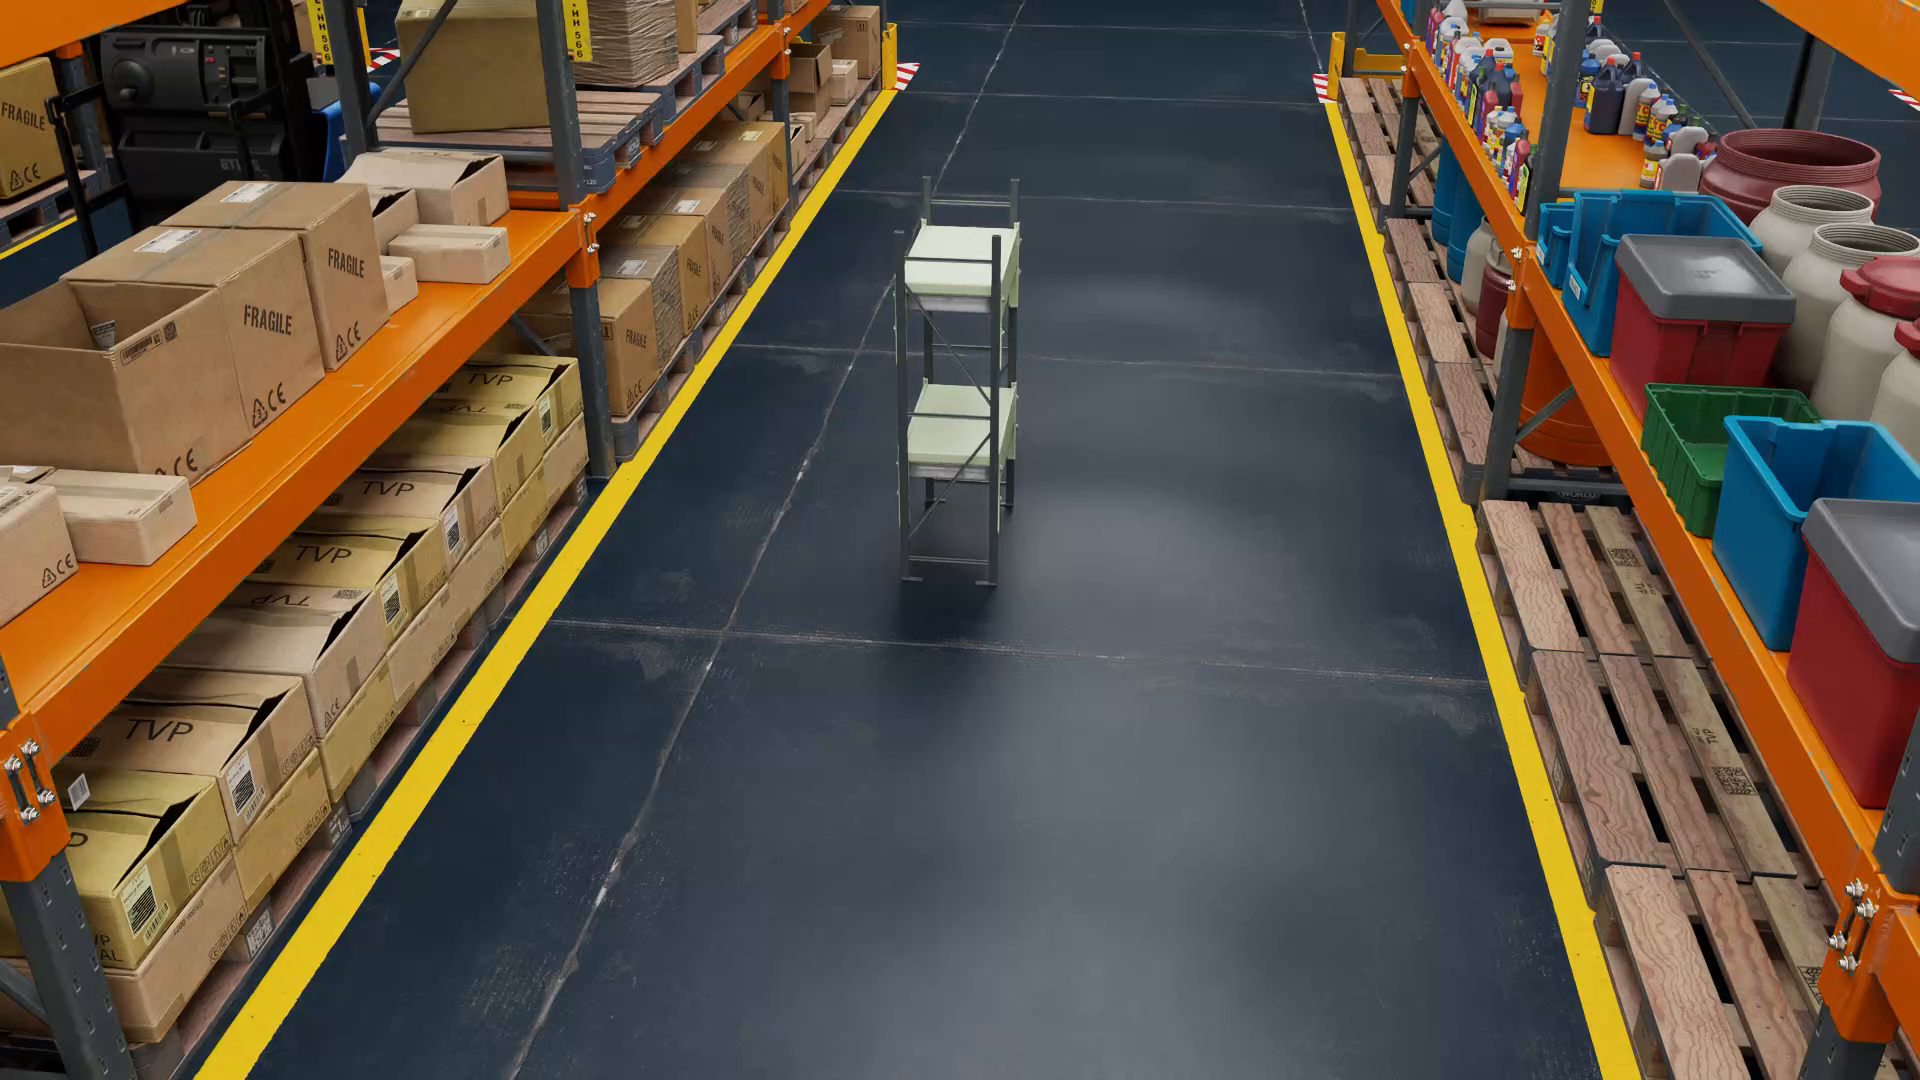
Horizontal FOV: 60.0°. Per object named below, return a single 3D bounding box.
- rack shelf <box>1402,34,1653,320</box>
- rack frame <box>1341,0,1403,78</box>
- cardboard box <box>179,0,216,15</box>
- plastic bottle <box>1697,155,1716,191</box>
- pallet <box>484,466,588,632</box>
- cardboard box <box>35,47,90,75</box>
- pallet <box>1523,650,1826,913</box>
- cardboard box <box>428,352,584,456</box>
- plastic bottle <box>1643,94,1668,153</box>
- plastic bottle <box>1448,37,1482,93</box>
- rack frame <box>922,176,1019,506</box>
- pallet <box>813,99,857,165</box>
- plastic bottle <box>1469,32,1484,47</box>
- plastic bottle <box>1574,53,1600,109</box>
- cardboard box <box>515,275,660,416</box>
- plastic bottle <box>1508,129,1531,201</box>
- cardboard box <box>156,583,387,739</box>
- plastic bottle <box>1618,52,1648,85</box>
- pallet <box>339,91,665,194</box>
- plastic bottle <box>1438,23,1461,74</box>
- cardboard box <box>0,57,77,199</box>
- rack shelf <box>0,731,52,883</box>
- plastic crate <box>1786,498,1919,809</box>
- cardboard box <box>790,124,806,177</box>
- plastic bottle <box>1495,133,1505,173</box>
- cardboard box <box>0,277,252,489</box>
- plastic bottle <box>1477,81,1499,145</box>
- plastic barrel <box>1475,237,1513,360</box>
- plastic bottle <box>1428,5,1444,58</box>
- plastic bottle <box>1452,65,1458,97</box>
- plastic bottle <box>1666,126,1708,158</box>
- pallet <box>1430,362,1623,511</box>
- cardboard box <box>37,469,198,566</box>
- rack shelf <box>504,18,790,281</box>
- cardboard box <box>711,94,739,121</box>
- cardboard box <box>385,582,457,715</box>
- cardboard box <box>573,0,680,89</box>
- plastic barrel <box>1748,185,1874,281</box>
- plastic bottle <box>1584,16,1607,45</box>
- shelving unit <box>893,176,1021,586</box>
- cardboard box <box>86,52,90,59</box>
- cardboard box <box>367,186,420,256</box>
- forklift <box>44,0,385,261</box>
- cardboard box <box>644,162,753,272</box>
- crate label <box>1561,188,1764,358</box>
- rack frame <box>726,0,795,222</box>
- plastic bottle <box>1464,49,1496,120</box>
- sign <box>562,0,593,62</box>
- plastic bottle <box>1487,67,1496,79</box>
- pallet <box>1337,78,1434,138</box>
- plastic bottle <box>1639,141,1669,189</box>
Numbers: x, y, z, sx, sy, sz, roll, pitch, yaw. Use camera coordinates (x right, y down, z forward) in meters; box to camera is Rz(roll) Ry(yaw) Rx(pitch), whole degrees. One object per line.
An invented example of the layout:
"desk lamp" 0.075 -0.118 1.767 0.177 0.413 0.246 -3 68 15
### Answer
"rack shelf" 3.037 -1.986 8.532 1.077 0.370 4.000 3 28 6
"rack frame" 3.772 -5.127 13.603 1.000 3.000 0.127 3 28 6
"cardboard box" -6.353 -4.331 13.636 0.380 0.149 0.250 4 29 7
"plastic bottle" 3.165 -1.491 6.986 0.152 0.276 0.135 3 28 6
"pallet" -2.264 -0.038 7.097 1.003 0.211 1.213 3 28 6
"cardboard box" -6.572 -3.479 12.054 0.380 0.149 0.250 3 28 6
"pallet" 2.506 0.802 5.539 1.003 0.211 1.213 3 28 6
"cardboard box" -1.944 -0.611 7.086 0.500 0.311 0.500 4 29 8
"plastic bottle" 3.320 -1.977 7.893 0.097 0.271 0.097 0 28 0
"plastic bottle" 2.733 -2.558 8.966 0.152 0.276 0.135 3 28 6
"rack frame" 0.044 -0.829 7.208 0.400 1.500 0.023 3 28 6
"pallet" -1.402 -3.205 12.976 1.003 0.211 1.213 3 28 6
"plastic bottle" 2.928 -2.790 9.475 0.097 0.201 0.097 0 28 0
"plastic bottle" 3.277 -2.399 8.677 0.097 0.271 0.097 0 28 0
"cardboard box" -1.785 -0.941 8.007 0.500 0.500 0.500 5 29 8
"plastic bottle" 2.446 -1.633 7.242 0.061 0.283 0.133 3 28 6
"cardboard box" -2.187 0.352 5.299 0.500 0.311 0.500 2 28 5
"plastic bottle" 3.359 -2.252 8.319 0.144 0.351 0.185 3 28 6
"pallet" -2.111 -1.889 7.796 1.213 0.211 1.003 3 28 6
"plastic bottle" 2.761 -2.766 9.358 0.097 0.271 0.097 0 28 0
"cardboard box" -6.501 -2.745 11.005 0.750 0.750 0.750 4 29 7
"rack shelf" -2.859 1.490 2.079 1.077 0.370 4.000 3 28 6
"plastic crate" 2.057 0.248 3.560 0.402 0.464 0.583 3 28 6
"cardboard box" -1.368 -2.728 11.523 0.500 0.311 0.500 3 28 6
"plastic bottle" 2.514 -1.788 7.616 0.097 0.201 0.097 0 28 0
"cardboard box" -2.439 -0.420 4.762 0.500 0.500 0.500 5 29 10
"plastic bottle" 2.558 -2.063 8.039 0.061 0.283 0.133 3 28 6
"plastic barrel" 2.973 -1.247 8.502 0.600 0.588 0.708 3 28 6
"plastic bottle" 2.797 -2.982 9.745 0.061 0.283 0.133 3 28 6
"plastic bottle" 2.692 -2.472 8.885 0.097 0.201 0.097 0 28 0
"plastic bottle" 3.222 -1.709 7.390 0.152 0.276 0.135 3 28 6
"pallet" 2.847 -0.507 7.968 1.003 0.211 1.213 3 28 6
"cardboard box" -2.303 -0.062 4.468 0.380 0.149 0.250 3 28 6
"rack shelf" -1.879 -2.275 9.069 1.077 0.370 4.000 3 28 6
"cardboard box" -1.846 -2.911 11.663 0.500 0.500 0.500 3 28 6
"cardboard box" -2.131 0.359 5.878 0.500 0.250 0.500 4 29 7
"cardboard box" -1.857 -2.602 8.369 0.700 0.500 0.500 9 30 16
"plastic barrel" 2.878 -0.914 5.665 0.421 0.512 0.421 0 28 0
"plastic bottle" 3.471 -2.683 9.120 0.144 0.351 0.185 3 28 6
"shelving unit" -0.001 -0.657 6.888 0.431 1.500 0.755 3 28 6
"cardboard box" -6.292 -3.486 12.751 0.700 0.500 0.500 3 28 6
"cardboard box" -2.426 -1.202 6.412 0.500 0.311 0.500 3 28 6
"forklift" -4.213 -2.501 8.802 1.130 2.935 3.031 3 28 5
"cardboard box" -1.541 -1.909 9.803 0.500 0.500 0.500 4 29 7
"crate label" 2.401 -0.925 5.766 0.502 0.435 0.616 3 28 6
"rack frame" -1.634 -3.533 10.646 1.000 3.000 0.127 3 28 6
"plastic bottle" 2.658 -2.315 8.436 0.144 0.351 0.185 3 28 6
"sign" -1.573 -2.130 6.820 0.100 0.325 0.005 3 28 6
"plastic bottle" 2.657 -2.209 8.311 0.061 0.283 0.133 3 28 6
"pallet" 3.632 -3.513 13.548 1.003 0.211 1.213 3 28 6
"plastic bottle" 3.096 -1.675 7.405 0.097 0.201 0.097 0 28 0
